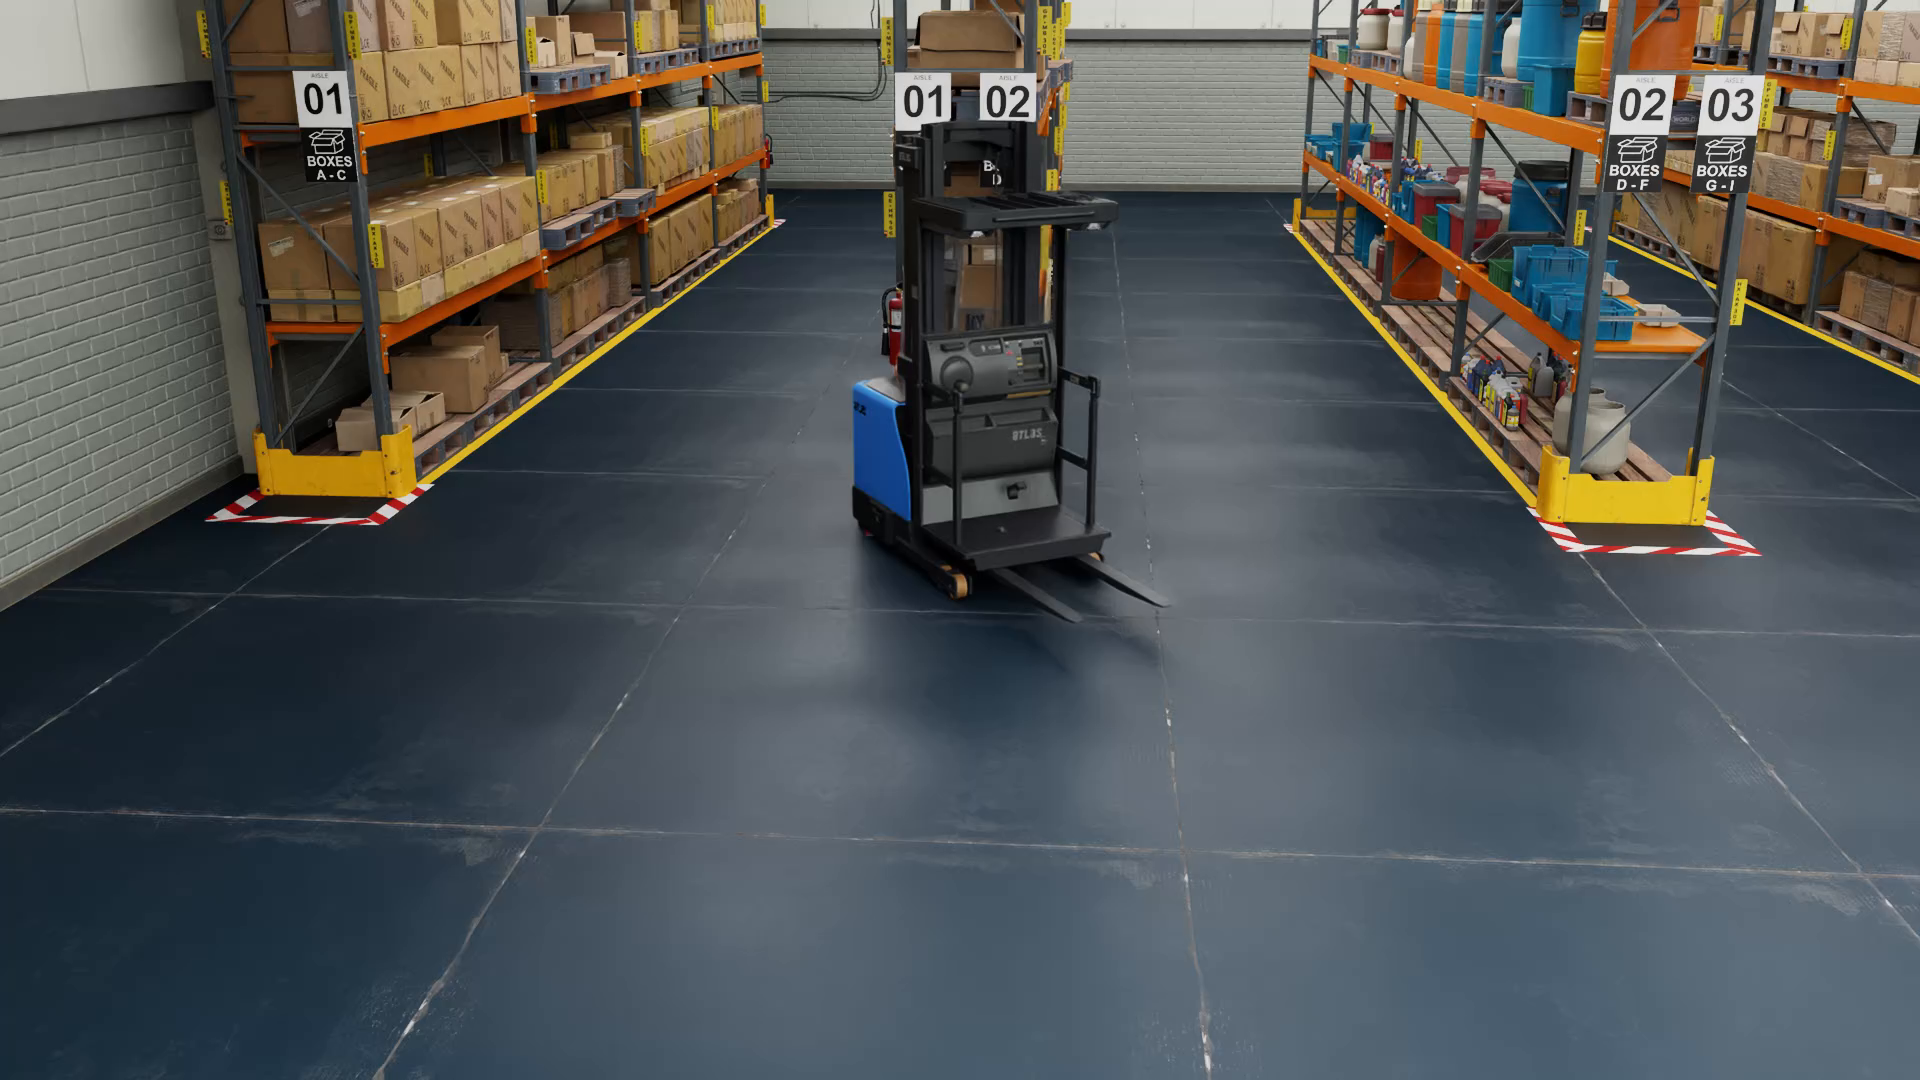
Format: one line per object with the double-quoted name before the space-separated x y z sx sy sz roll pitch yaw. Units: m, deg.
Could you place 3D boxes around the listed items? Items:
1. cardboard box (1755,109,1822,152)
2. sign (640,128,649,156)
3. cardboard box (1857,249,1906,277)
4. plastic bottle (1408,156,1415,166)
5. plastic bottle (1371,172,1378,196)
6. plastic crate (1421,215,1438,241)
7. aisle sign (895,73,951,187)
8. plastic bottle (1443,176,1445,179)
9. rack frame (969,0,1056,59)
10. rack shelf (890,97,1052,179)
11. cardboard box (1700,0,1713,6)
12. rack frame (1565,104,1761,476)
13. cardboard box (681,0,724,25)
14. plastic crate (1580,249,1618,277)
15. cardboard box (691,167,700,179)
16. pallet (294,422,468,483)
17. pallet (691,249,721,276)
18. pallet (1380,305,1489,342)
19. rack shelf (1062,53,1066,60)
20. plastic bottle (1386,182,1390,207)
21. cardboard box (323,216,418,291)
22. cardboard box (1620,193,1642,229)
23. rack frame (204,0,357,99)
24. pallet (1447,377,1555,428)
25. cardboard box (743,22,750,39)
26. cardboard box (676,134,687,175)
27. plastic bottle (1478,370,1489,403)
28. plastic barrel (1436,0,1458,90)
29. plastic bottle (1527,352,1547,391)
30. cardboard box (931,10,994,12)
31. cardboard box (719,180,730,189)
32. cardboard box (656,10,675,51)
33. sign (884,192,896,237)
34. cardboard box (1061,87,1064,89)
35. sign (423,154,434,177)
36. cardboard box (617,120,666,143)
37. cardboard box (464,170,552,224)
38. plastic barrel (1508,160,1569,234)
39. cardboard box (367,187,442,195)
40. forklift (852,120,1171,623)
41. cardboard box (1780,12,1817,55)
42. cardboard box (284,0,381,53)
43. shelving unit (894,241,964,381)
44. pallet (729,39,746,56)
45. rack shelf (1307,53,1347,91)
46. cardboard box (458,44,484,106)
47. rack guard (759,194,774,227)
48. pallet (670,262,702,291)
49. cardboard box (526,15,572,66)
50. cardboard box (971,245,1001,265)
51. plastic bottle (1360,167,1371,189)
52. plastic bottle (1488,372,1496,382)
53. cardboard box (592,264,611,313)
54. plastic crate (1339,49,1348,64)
"cardboard box" 10.679 -5.303 21.517 0.797 0.503 0.637 1 18 5
"sign" -3.789 -4.783 19.969 0.100 0.325 0.005 1 18 4
"cardboard box" 10.473 -3.116 18.720 0.500 0.250 0.500 2 18 6
"plastic bottle" 6.098 -4.984 22.396 0.144 0.351 0.185 1 18 4
"plastic bottle" 5.236 -4.493 21.004 0.061 0.283 0.133 1 18 4
"plastic crate" 5.107 -3.262 17.402 0.450 0.188 0.662 1 18 4
"aisle sign" -0.261 -2.907 11.802 0.394 0.787 0.004 1 18 4
"plastic bottle" 6.009 -4.386 20.678 0.061 0.283 0.133 1 18 4
"rack frame" 0.610 -7.021 18.897 1.000 3.000 0.127 1 18 4
"rack shelf" 0.180 -3.390 13.789 1.077 0.370 4.000 1 18 4
"cardboard box" 10.910 -7.881 24.141 0.500 0.250 0.500 1 18 2
"rack frame" 4.977 -1.573 11.908 1.000 3.000 0.127 1 18 4
"cardboard box" -3.713 -7.694 23.972 0.500 0.500 0.500 1 18 3
"plastic crate" 5.455 -2.395 14.655 0.499 0.251 0.616 1 18 4
"cardboard box" -3.804 -5.059 22.915 0.380 0.149 0.250 1 18 4
"pallet" -4.805 -0.745 13.856 1.003 0.211 1.213 1 18 4
"pallet" -4.024 -3.955 23.654 1.003 0.211 1.213 1 18 4
"pallet" 5.456 -2.493 19.193 1.003 0.211 1.213 1 18 4
"rack shelf" 1.040 -7.117 25.163 1.077 0.370 4.000 1 18 4
"plastic bottle" 5.154 -4.138 19.921 0.061 0.283 0.133 1 18 4
"cardboard box" -4.570 -2.231 12.918 0.500 0.500 0.500 1 18 4
"cardboard box" 11.098 -5.421 26.389 0.875 0.875 0.875 1 18 4
"rack frame" -4.904 -4.645 11.648 1.000 3.000 0.127 1 18 4
"pallet" 5.174 -1.283 15.499 1.003 0.211 1.213 1 18 4
"cardboard box" -3.581 -7.970 26.018 0.500 0.250 0.500 1 18 2
"cardboard box" -3.928 -5.101 22.003 0.500 0.500 0.500 2 18 5
"plastic bottle" 4.725 -1.384 14.984 0.061 0.283 0.133 2 18 6
"plastic barrel" 5.178 -5.048 16.891 0.600 0.901 0.708 1 18 4
"plastic bottle" 5.361 -1.563 15.423 0.144 0.351 0.185 1 18 4
"cardboard box" 0.024 -4.516 15.011 0.500 0.500 0.500 3 18 8
"cardboard box" -3.934 -5.750 26.952 0.380 0.149 0.250 1 18 4
"cardboard box" -4.192 -6.758 22.047 0.700 0.500 0.500 1 18 3
"sign" -0.503 -2.364 12.082 0.100 0.325 0.005 1 18 4
"cardboard box" 1.426 -7.033 26.802 0.500 0.500 0.500 1 18 3
"sign" -5.171 -3.598 16.228 0.100 0.325 0.005 1 18 4
"cardboard box" -4.003 -5.136 20.906 0.500 0.250 0.500 1 18 3
"cardboard box" -4.547 -3.451 16.770 0.700 0.500 0.500 1 18 4
"plastic barrel" 5.594 -3.167 15.966 0.600 0.901 0.708 1 18 4
"cardboard box" -4.942 -2.875 14.884 0.500 0.500 0.500 2 18 5
"forklift" 0.310 -1.167 10.778 1.130 2.935 3.031 -9 20 -25
"cardboard box" 10.616 -6.257 20.542 0.797 0.503 0.637 1 18 3
"cardboard box" -4.635 -3.866 12.290 0.500 0.500 0.500 0 18 0
"shelving unit" -0.268 -1.120 12.124 0.431 2.100 0.503 3 8 -5
"pallet" -3.885 -7.537 25.431 1.003 0.211 1.213 1 18 4
"rack shelf" 5.981 -7.005 24.822 1.077 0.370 4.000 1 18 4
"cardboard box" -4.458 -4.027 14.386 0.500 0.500 0.500 1 18 2
"rack guard" -3.756 -5.583 28.160 1.175 0.500 0.348 1 18 4
"pallet" -4.109 -3.575 22.495 1.003 0.211 1.213 1 18 4
"cardboard box" -4.410 -5.260 17.508 0.500 0.500 0.500 1 18 2
"cardboard box" 0.280 -2.158 12.489 0.380 0.149 0.250 1 18 4
"plastic bottle" 5.341 -4.747 21.791 0.152 0.276 0.135 1 18 4
"plastic bottle" 4.805 -1.382 14.998 0.097 0.271 0.097 0 18 0
"cardboard box" -4.483 -2.918 19.320 0.700 0.500 0.500 1 18 4
"plastic crate" 5.566 -6.763 23.270 0.450 0.188 0.662 1 18 4
